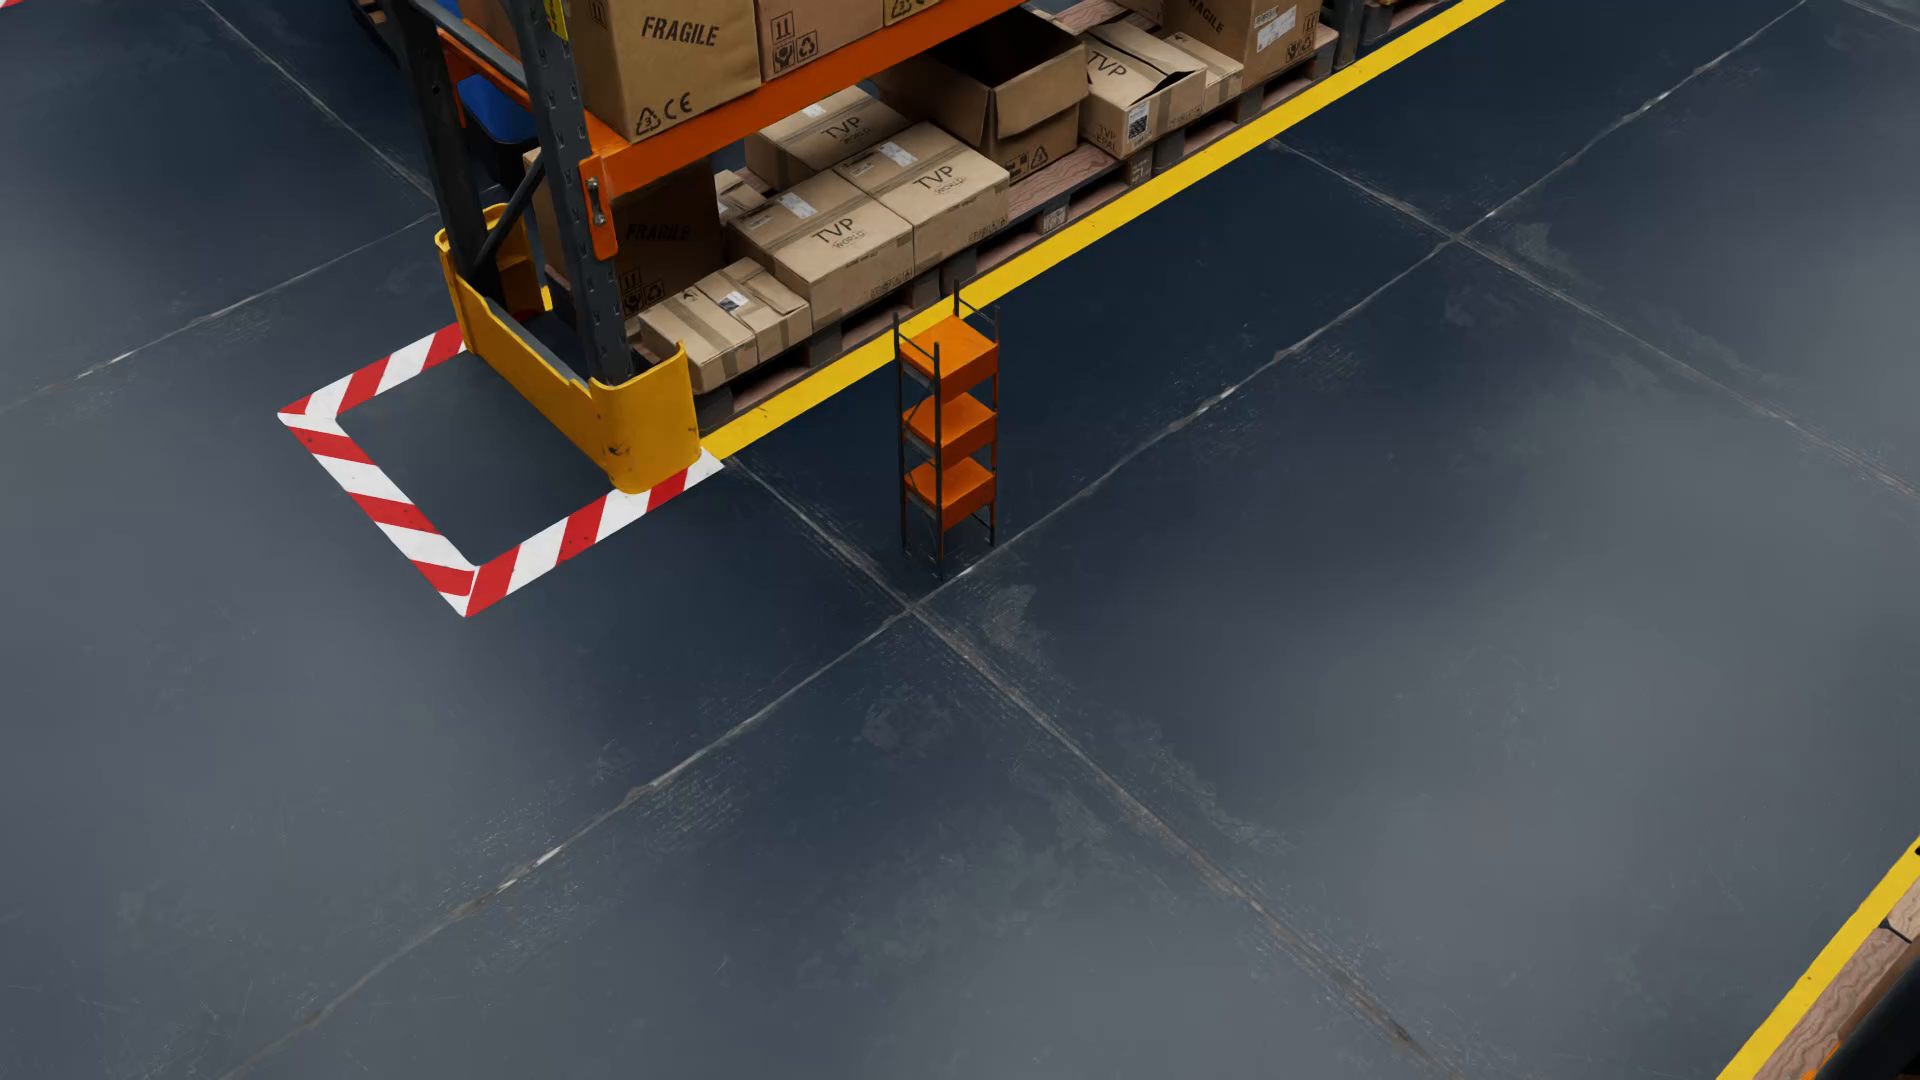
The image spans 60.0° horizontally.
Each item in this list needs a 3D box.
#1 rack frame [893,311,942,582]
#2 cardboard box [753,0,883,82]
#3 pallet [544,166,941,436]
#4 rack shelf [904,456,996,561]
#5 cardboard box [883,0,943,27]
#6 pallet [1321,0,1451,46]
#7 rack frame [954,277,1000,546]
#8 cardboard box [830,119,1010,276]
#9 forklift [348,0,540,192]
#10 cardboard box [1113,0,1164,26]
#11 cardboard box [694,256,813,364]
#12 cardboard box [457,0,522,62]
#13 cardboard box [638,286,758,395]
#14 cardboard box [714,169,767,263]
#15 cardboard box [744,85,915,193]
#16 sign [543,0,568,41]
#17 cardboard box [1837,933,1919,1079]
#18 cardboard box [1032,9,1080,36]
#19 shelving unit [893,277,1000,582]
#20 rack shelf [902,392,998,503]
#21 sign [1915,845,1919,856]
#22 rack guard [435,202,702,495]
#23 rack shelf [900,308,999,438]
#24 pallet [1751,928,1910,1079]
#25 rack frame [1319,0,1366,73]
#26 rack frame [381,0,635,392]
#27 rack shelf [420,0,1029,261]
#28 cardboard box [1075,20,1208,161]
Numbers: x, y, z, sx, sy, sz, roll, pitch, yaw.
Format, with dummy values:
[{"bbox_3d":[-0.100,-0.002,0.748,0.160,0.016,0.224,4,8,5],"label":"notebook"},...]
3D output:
[{"bbox_3d":[-0.130,-0.269,5.284,0.008,1.050,0.200,-34,56,-27],"label":"rack frame"},{"bbox_3d":[-0.604,-1.892,5.386,0.500,0.500,0.500,-34,56,-27],"label":"cardboard box"},{"bbox_3d":[-0.843,-1.010,6.539,1.213,0.211,1.003,-34,56,-27],"label":"pallet"},{"bbox_3d":[-0.040,-0.134,5.552,0.240,0.259,0.215,-34,56,-27],"label":"rack shelf"},{"bbox_3d":[-0.231,-2.138,5.614,0.500,0.500,0.500,-34,56,-27],"label":"cardboard box"},{"bbox_3d":[2.048,-2.979,8.355,1.213,0.211,1.003,-34,56,-27],"label":"pallet"},{"bbox_3d":[0.051,-0.390,5.395,0.008,1.050,0.200,-34,56,-27],"label":"rack frame"},{"bbox_3d":[-0.155,-1.350,6.526,0.500,0.250,0.500,-34,56,-27],"label":"cardboard box"},{"bbox_3d":[-2.280,-3.518,7.002,1.130,2.935,3.031,-26,52,-22],"label":"forklift"},{"bbox_3d":[1.015,-2.649,7.683,0.500,0.311,0.500,-34,56,-27],"label":"cardboard box"},{"bbox_3d":[-0.762,-0.856,6.127,0.250,0.166,0.380,-34,56,-27],"label":"cardboard box"},{"bbox_3d":[-1.340,-1.927,5.419,0.500,0.500,0.500,-32,55,-26],"label":"cardboard box"},{"bbox_3d":[-0.947,-0.726,6.020,0.250,0.149,0.380,-34,56,-27],"label":"cardboard box"},{"bbox_3d":[-0.891,-1.266,6.506,0.250,0.166,0.380,-34,56,-27],"label":"cardboard box"},{"bbox_3d":[-0.528,-1.597,6.754,0.500,0.250,0.500,-34,56,-27],"label":"cardboard box"},{"bbox_3d":[-1.123,-1.522,4.525,0.005,0.325,0.100,-34,56,-27],"label":"sign"},{"bbox_3d":[2.218,0.809,2.759,0.700,0.700,0.980,-31,55,-26],"label":"cardboard box"},{"bbox_3d":[0.382,-2.167,7.337,0.250,0.166,0.380,-34,56,-27],"label":"cardboard box"},{"bbox_3d":[-0.040,-0.330,5.340,0.252,1.050,0.215,-34,56,-27],"label":"shelving unit"},{"bbox_3d":[-0.040,-0.322,5.348,0.240,0.259,0.215,-34,56,-27],"label":"rack shelf"},{"bbox_3d":[1.492,0.393,2.397,0.005,0.325,0.100,-34,56,-27],"label":"sign"},{"bbox_3d":[-1.432,-0.714,6.068,0.348,0.500,1.175,-34,56,-27],"label":"rack guard"},{"bbox_3d":[-0.040,-0.515,5.139,0.240,0.259,0.215,-34,56,-27],"label":"rack shelf"},{"bbox_3d":[2.386,1.676,4.060,1.213,0.211,1.003,-34,56,-27],"label":"pallet"},{"bbox_3d":[1.471,-3.501,6.940,0.127,3.000,1.000,-34,56,-27],"label":"rack frame"},{"bbox_3d":[-1.488,-1.524,5.115,0.127,3.000,1.000,-34,56,-27],"label":"rack frame"},{"bbox_3d":[-0.008,-2.269,6.292,4.000,0.370,1.077,-34,56,-27],"label":"rack shelf"},{"bbox_3d":[0.686,-1.932,7.022,0.500,0.311,0.500,-34,56,-27],"label":"cardboard box"}]
